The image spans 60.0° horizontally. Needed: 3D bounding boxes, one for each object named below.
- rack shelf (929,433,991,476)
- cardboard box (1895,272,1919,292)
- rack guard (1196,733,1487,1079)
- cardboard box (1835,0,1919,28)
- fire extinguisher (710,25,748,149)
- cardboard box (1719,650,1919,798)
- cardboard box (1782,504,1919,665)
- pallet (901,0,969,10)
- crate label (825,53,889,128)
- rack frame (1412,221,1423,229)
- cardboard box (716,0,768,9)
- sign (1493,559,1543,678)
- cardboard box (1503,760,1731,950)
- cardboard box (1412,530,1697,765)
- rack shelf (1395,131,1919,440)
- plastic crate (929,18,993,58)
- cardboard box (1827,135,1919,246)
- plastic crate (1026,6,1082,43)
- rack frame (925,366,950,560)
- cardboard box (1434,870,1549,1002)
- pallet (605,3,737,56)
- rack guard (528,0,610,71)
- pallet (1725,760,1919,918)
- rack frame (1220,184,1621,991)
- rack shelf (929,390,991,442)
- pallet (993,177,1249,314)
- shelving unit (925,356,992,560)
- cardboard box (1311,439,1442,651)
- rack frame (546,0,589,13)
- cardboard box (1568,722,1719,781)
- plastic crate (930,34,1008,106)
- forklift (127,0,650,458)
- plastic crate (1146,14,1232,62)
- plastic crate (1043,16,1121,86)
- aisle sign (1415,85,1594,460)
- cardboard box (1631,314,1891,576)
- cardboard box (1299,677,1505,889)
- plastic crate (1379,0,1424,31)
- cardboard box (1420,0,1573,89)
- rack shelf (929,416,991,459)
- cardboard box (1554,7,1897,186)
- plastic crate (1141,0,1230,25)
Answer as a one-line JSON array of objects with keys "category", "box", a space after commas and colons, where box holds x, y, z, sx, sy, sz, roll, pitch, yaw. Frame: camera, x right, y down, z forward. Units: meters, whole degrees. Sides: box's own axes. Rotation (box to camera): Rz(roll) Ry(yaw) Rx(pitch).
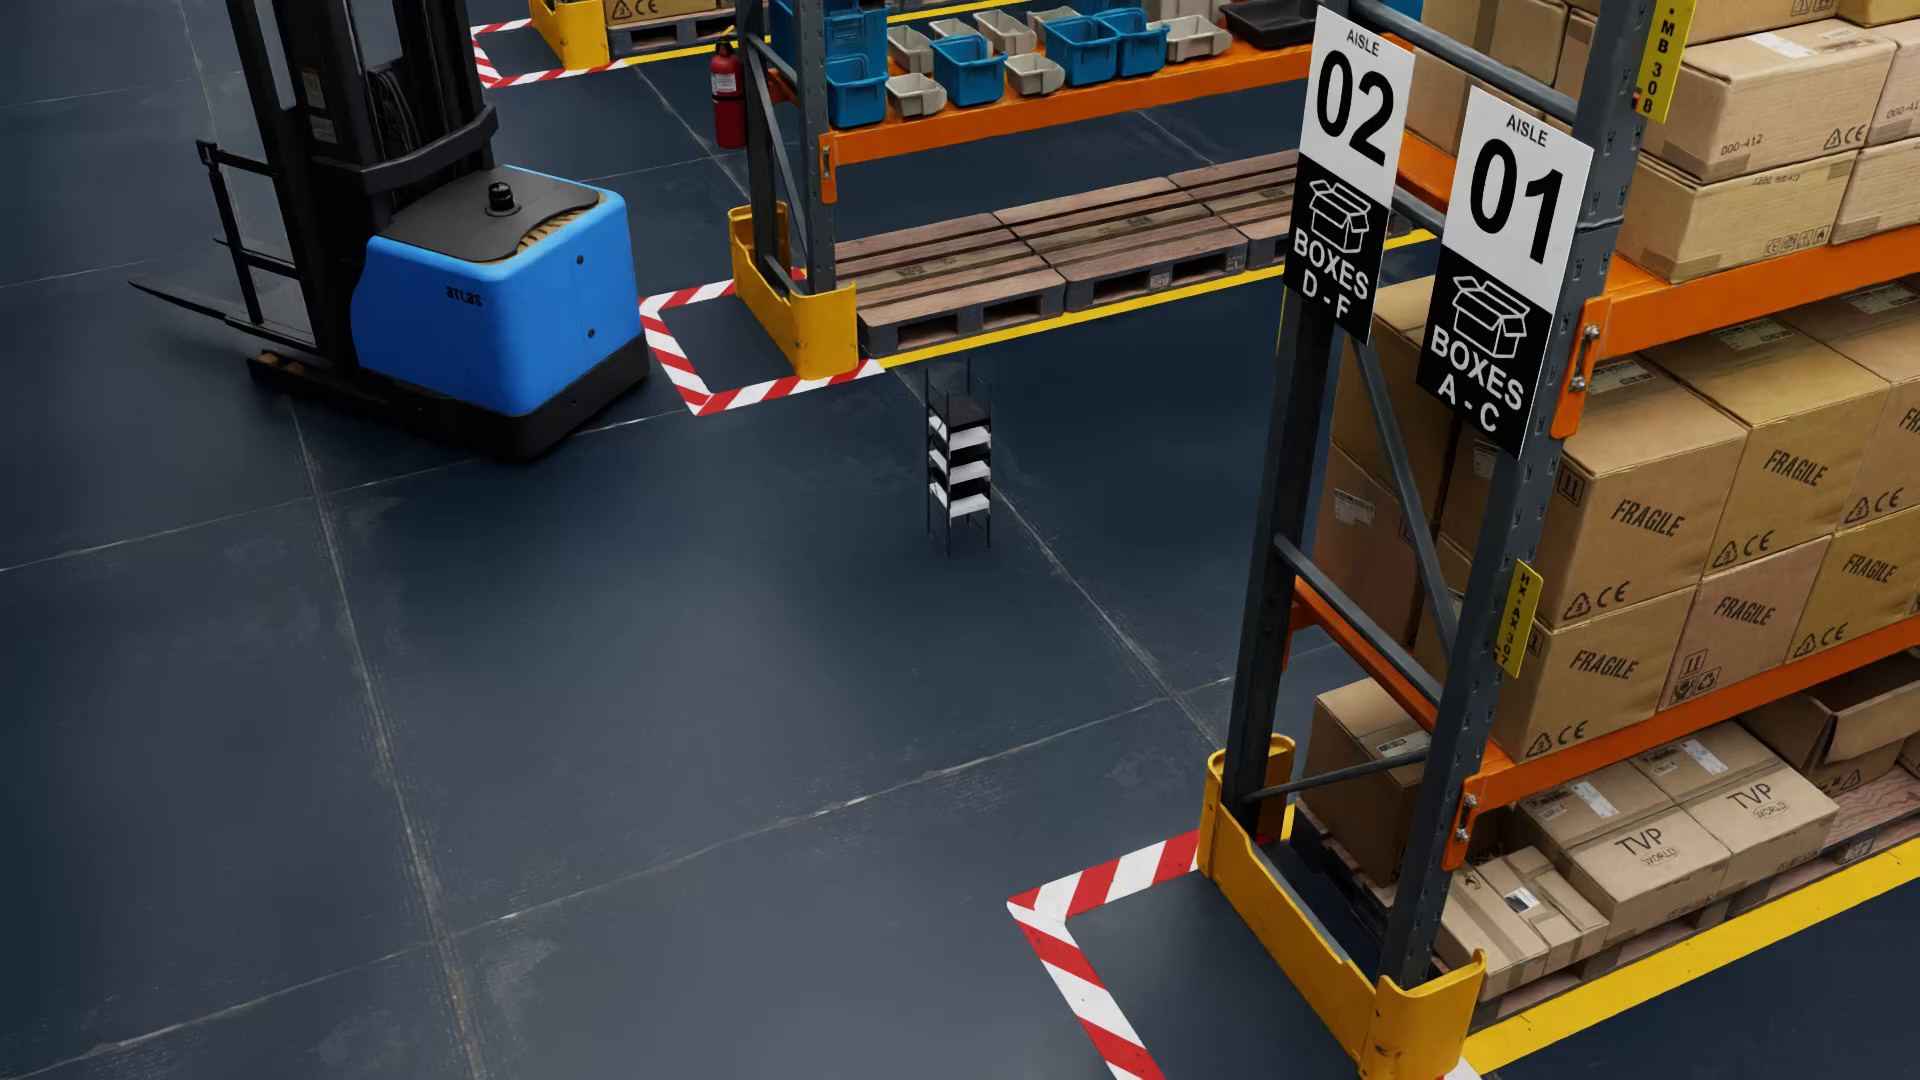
[{"category": "rack shelf", "box": [-0.007, -0.405, 7.445, 0.200, 0.077, 0.258, -16, 39, -20]}, {"category": "cardboard box", "box": [3.084, -0.545, 5.044, 0.500, 0.500, 0.500, -16, 39, -20]}, {"category": "rack guard", "box": [1.255, 1.241, 5.657, 0.348, 0.500, 1.175, -16, 39, -20]}, {"category": "cardboard box", "box": [2.133, -1.610, 3.962, 0.500, 0.500, 0.700, -16, 39, -20]}, {"category": "fire extinguisher", "box": [-1.245, -2.442, 8.902, 0.183, 0.674, 0.296, -16, 39, -20]}, {"category": "cardboard box", "box": [3.108, 0.548, 6.219, 0.637, 0.503, 0.797, -16, 39, -20]}, {"category": "cardboard box", "box": [2.620, -0.013, 5.165, 0.500, 0.500, 0.500, -16, 39, -20]}, {"category": "pallet", "box": [-0.120, -4.829, 14.084, 1.213, 0.211, 1.003, -16, 39, -20]}, {"category": "crate label", "box": [-0.552, -2.258, 8.366, 0.303, 0.233, 0.416, -16, 39, -20]}, {"category": "rack frame", "box": [2.706, -3.428, 9.854, 0.127, 3.000, 1.000, -16, 39, -20]}, {"category": "cardboard box", "box": [-1.651, -4.838, 13.185, 0.875, 0.875, 0.875, -16, 39, -20]}, {"category": "sign", "box": [1.417, 0.201, 4.234, 0.005, 0.325, 0.100, -16, 39, -20]}, {"category": "cardboard box", "box": [2.251, 1.073, 5.724, 0.500, 0.250, 0.500, -16, 39, -20]}, {"category": "cardboard box", "box": [1.700, 0.246, 4.816, 0.500, 0.500, 0.500, -15, 39, -19]}, {"category": "rack shelf", "box": [2.996, -1.166, 4.890, 4.000, 0.370, 1.077, -16, 39, -20]}, {"category": "plastic crate", "box": [0.014, -2.704, 9.048, 0.243, 0.136, 0.396, -16, 39, -20]}, {"category": "cardboard box", "box": [2.217, -1.001, 4.189, 0.500, 0.250, 0.500, -16, 39, -20]}, {"category": "plastic crate", "box": [0.516, -2.872, 9.276, 0.250, 0.136, 0.298, -16, 39, -20]}, {"category": "rack frame", "box": [-0.099, -0.334, 7.444, 0.006, 0.900, 0.240, -16, 39, -20]}, {"category": "cardboard box", "box": [1.711, 1.304, 5.498, 0.250, 0.149, 0.380, -16, 39, -20]}, {"category": "pallet", "box": [-2.329, -4.211, 13.251, 1.213, 0.211, 1.003, -16, 39, -20]}, {"category": "rack guard", "box": [-3.041, -4.077, 12.827, 0.348, 0.500, 1.175, -16, 39, -20]}, {"category": "pallet", "box": [3.079, 0.848, 6.429, 1.213, 0.211, 1.003, -16, 39, -20]}, {"category": "rack frame", "box": [1.186, 0.256, 4.886, 0.127, 3.000, 1.000, -16, 39, -20]}, {"category": "rack shelf", "box": [-0.007, -0.549, 7.338, 0.200, 0.077, 0.258, -16, 39, -20]}, {"category": "pallet", "box": [0.951, -1.790, 9.986, 1.213, 0.211, 1.003, -16, 39, -20]}, {"category": "shelving unit", "box": [-0.007, -0.359, 7.479, 0.210, 0.900, 0.258, -16, 39, -20]}, {"category": "cardboard box", "box": [1.476, -0.044, 5.207, 0.500, 0.500, 0.500, -14, 39, -19]}, {"category": "rack frame", "box": [-3.020, -5.087, 12.090, 0.127, 3.000, 1.000, -16, 39, -20]}, {"category": "cardboard box", "box": [2.446, 0.689, 6.242, 0.500, 0.250, 0.500, -16, 39, -20]}, {"category": "plastic crate", "box": [0.044, -2.424, 8.591, 0.300, 0.233, 0.416, -16, 39, -20]}, {"category": "forklift", "box": [-3.194, -2.205, 8.262, 3.031, 2.935, 1.130, 18, 40, 22]}, {"category": "plastic crate", "box": [1.257, -2.744, 9.102, 0.466, 0.136, 0.293, -16, 39, -20]}, {"category": "plastic crate", "box": [0.640, -2.591, 8.815, 0.300, 0.233, 0.416, -16, 39, -20]}, {"category": "aisle sign", "box": [1.249, -0.612, 3.875, 0.004, 0.787, 0.394, -16, 39, -20]}, {"category": "cardboard box", "box": [2.170, -0.292, 4.702, 0.500, 0.500, 0.500, -15, 39, -19]}, {"category": "cardboard box", "box": [1.574, 0.813, 5.865, 0.500, 0.500, 0.500, -16, 39, -20]}, {"category": "plastic crate", "box": [2.428, -3.144, 9.434, 0.575, 0.384, 0.392, -16, 39, -20]}, {"category": "cardboard box", "box": [1.543, -1.356, 4.249, 0.500, 0.250, 0.500, -16, 39, -20]}, {"category": "rack shelf", "box": [-0.007, -0.477, 7.392, 0.200, 0.077, 0.258, -16, 39, -20]}, {"category": "cardboard box", "box": [1.762, -1.079, 3.875, 0.500, 0.250, 0.500, -16, 39, -20]}, {"category": "plastic crate", "box": [1.245, -3.118, 9.485, 0.530, 0.282, 0.437, -16, 39, -20]}]
